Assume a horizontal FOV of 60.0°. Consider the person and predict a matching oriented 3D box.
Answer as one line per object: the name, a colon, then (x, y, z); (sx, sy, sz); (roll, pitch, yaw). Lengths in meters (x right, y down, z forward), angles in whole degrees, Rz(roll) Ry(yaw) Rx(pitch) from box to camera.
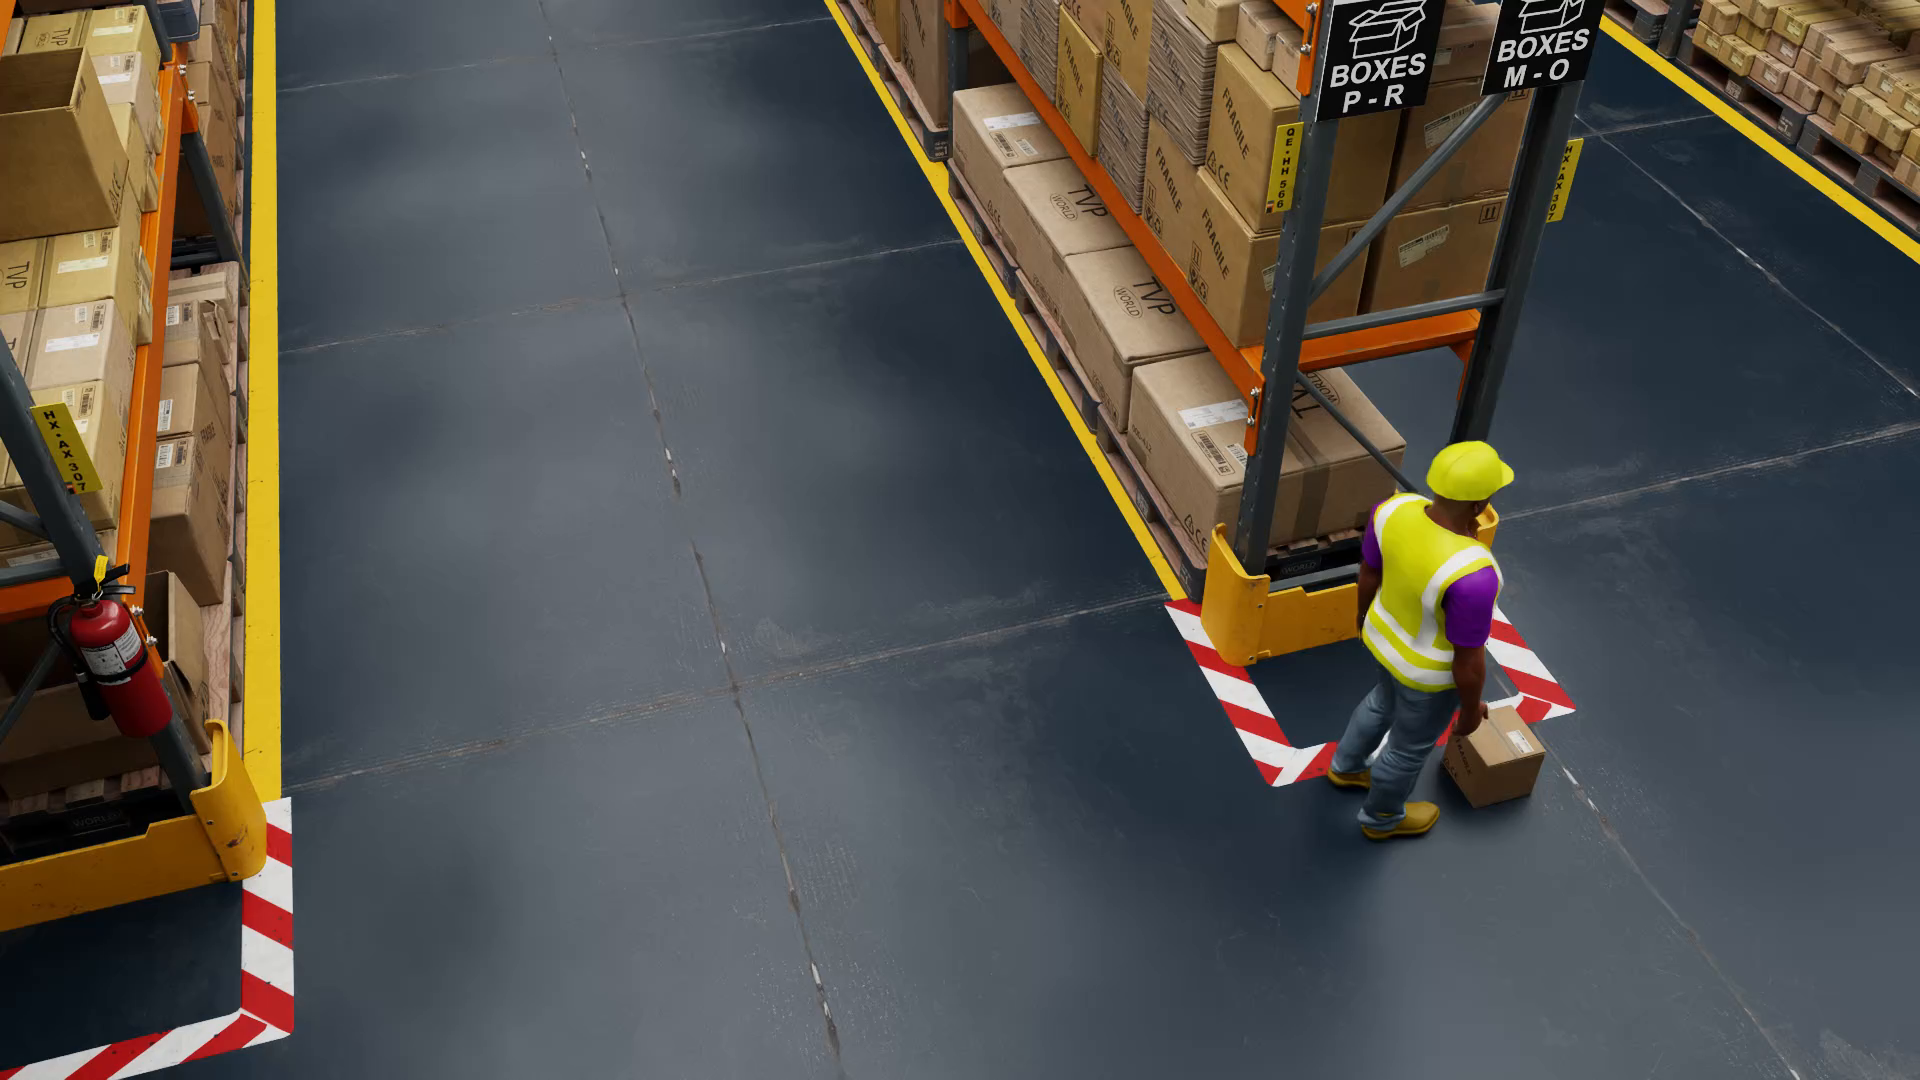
person: (1.600, 0.396, 5.722); (0.381, 1.806, 0.588); (-16, 44, -17)
